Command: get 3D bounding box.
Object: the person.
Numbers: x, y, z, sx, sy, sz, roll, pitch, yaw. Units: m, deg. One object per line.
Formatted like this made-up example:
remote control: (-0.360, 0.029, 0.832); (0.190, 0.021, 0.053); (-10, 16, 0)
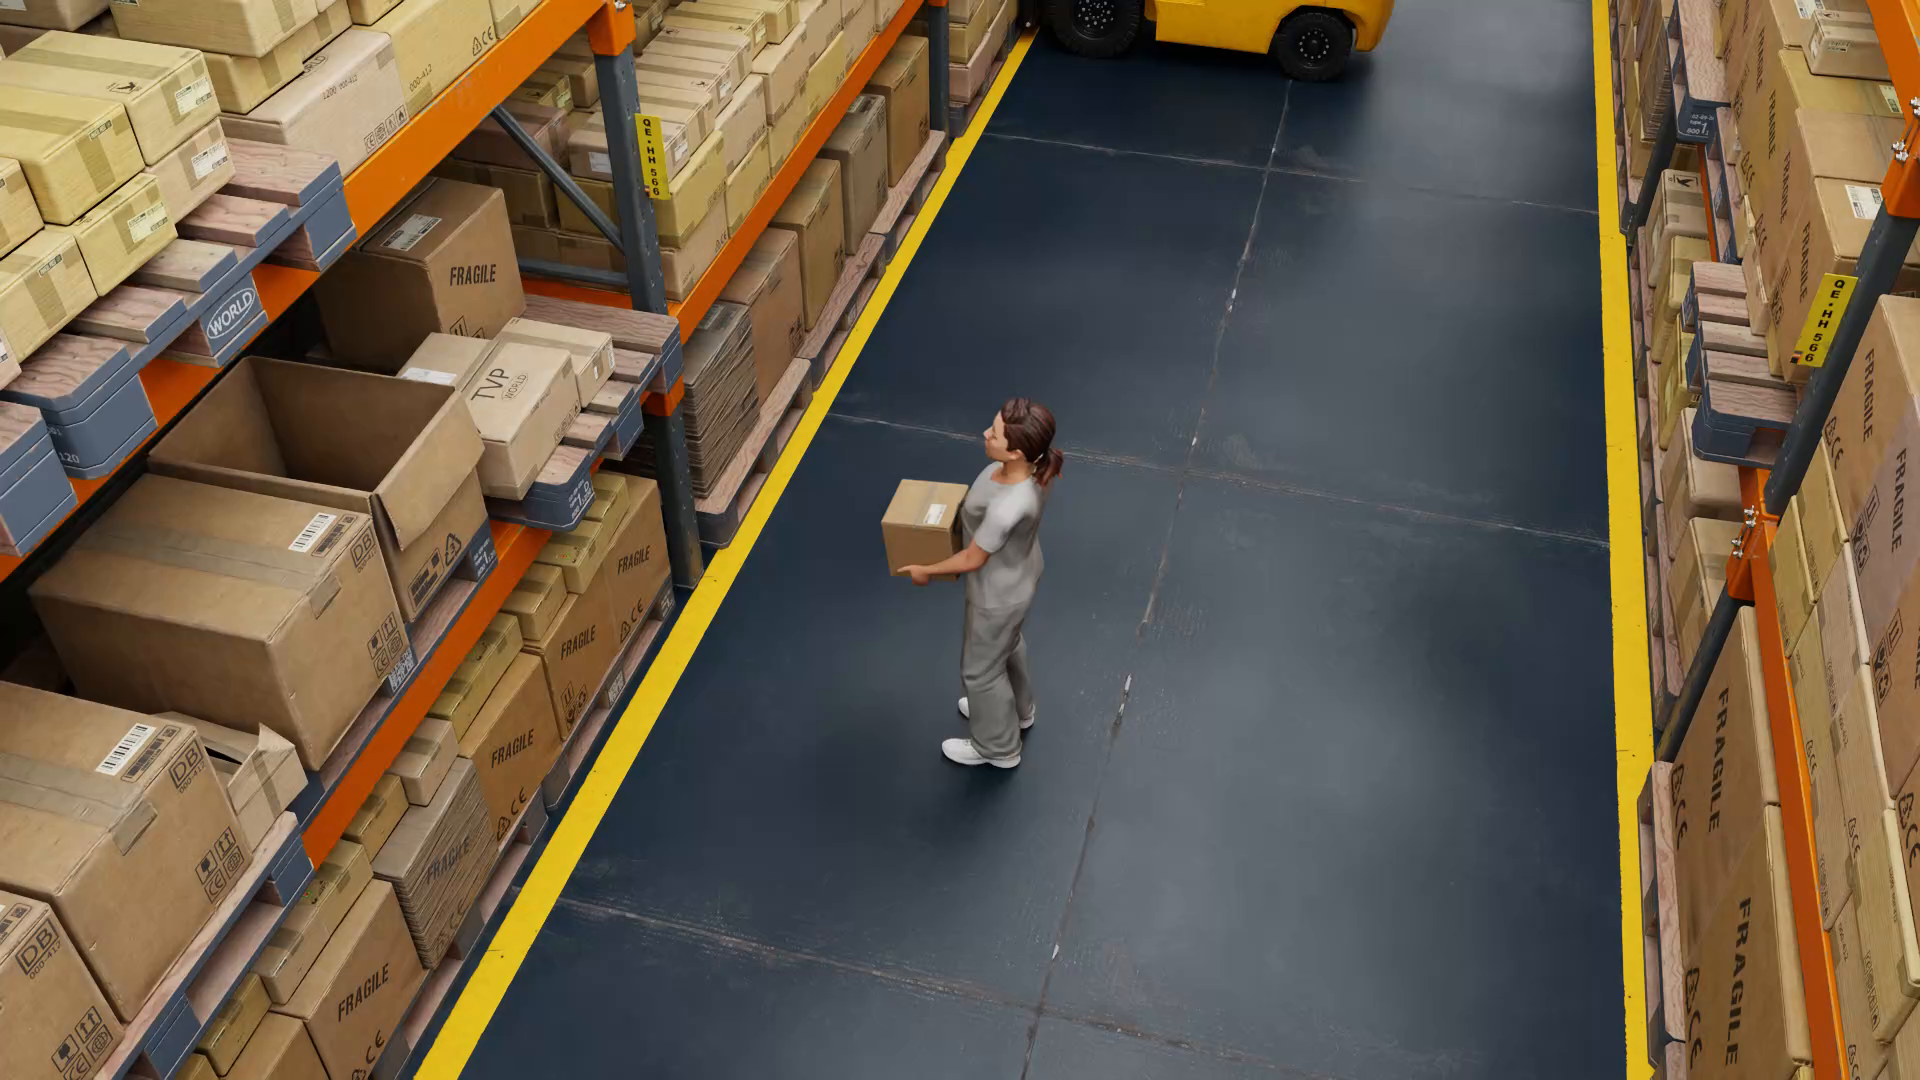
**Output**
person: (0.082, 0.148, 6.000); (0.562, 1.662, 0.437); (11, 42, 12)
